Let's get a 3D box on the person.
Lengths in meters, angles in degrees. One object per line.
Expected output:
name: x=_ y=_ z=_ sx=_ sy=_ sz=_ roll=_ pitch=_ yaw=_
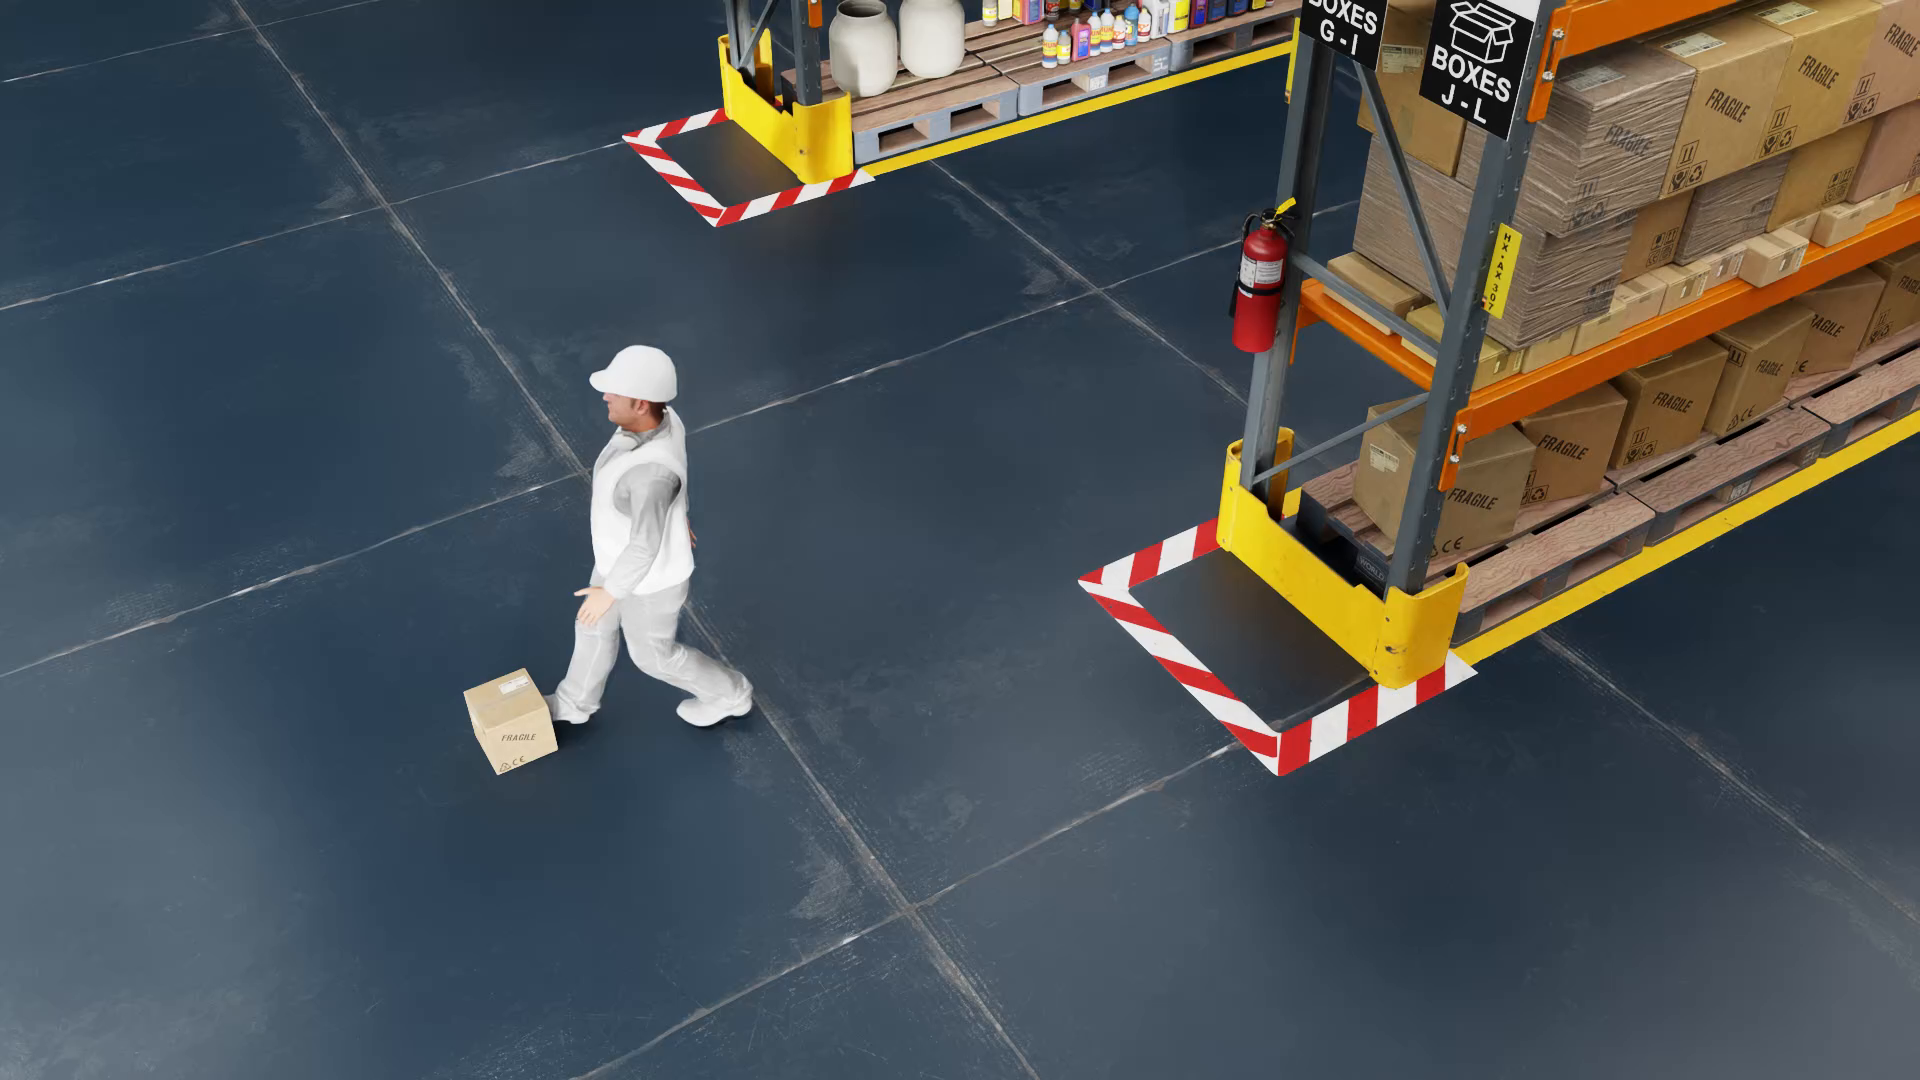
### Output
person: x=-1.283 y=0.078 z=6.070 sx=0.933 sy=1.711 sz=0.584 roll=-9 pitch=41 yaw=-11
